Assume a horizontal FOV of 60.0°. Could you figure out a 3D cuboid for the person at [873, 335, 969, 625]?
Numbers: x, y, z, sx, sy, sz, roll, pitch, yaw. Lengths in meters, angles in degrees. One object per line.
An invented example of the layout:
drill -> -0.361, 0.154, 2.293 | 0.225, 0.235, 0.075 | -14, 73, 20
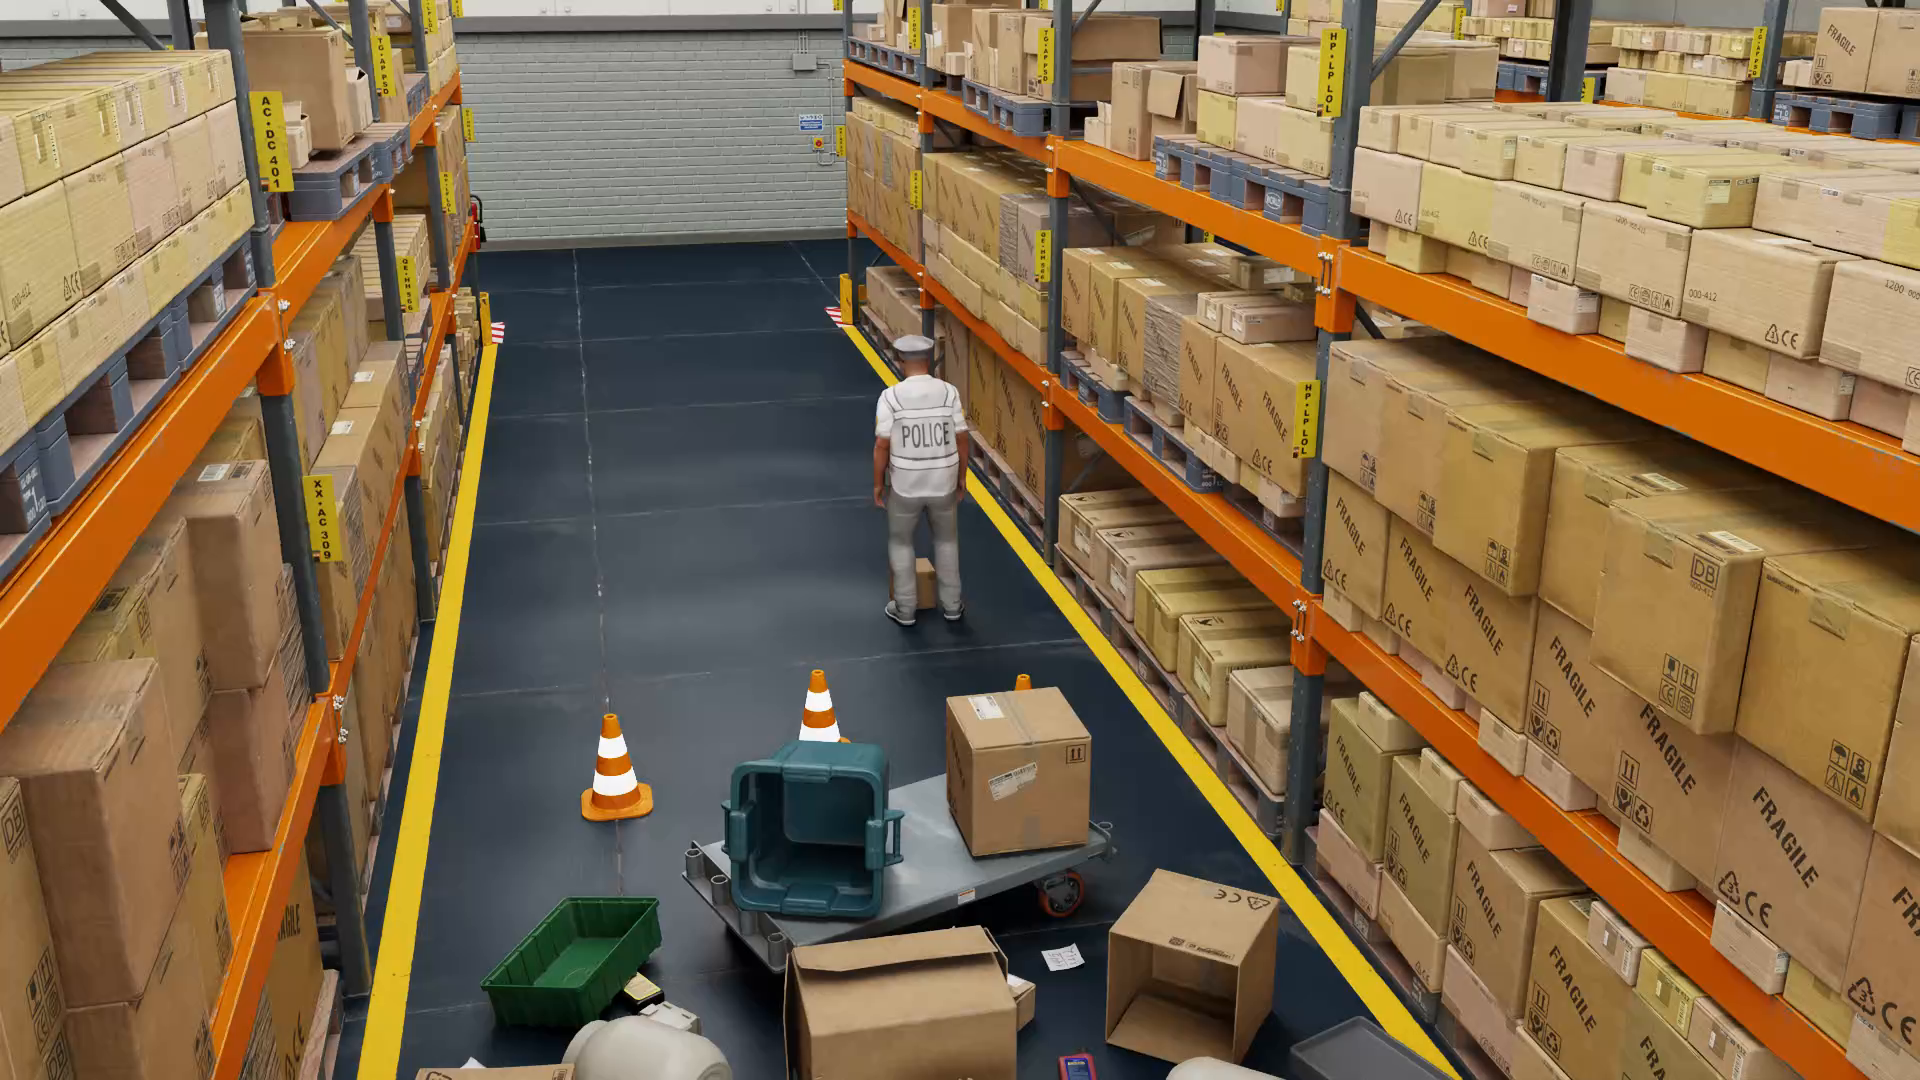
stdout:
person -> -0.232, -0.339, 10.016 | 0.585, 1.748, 0.433 | -5, 20, -13
